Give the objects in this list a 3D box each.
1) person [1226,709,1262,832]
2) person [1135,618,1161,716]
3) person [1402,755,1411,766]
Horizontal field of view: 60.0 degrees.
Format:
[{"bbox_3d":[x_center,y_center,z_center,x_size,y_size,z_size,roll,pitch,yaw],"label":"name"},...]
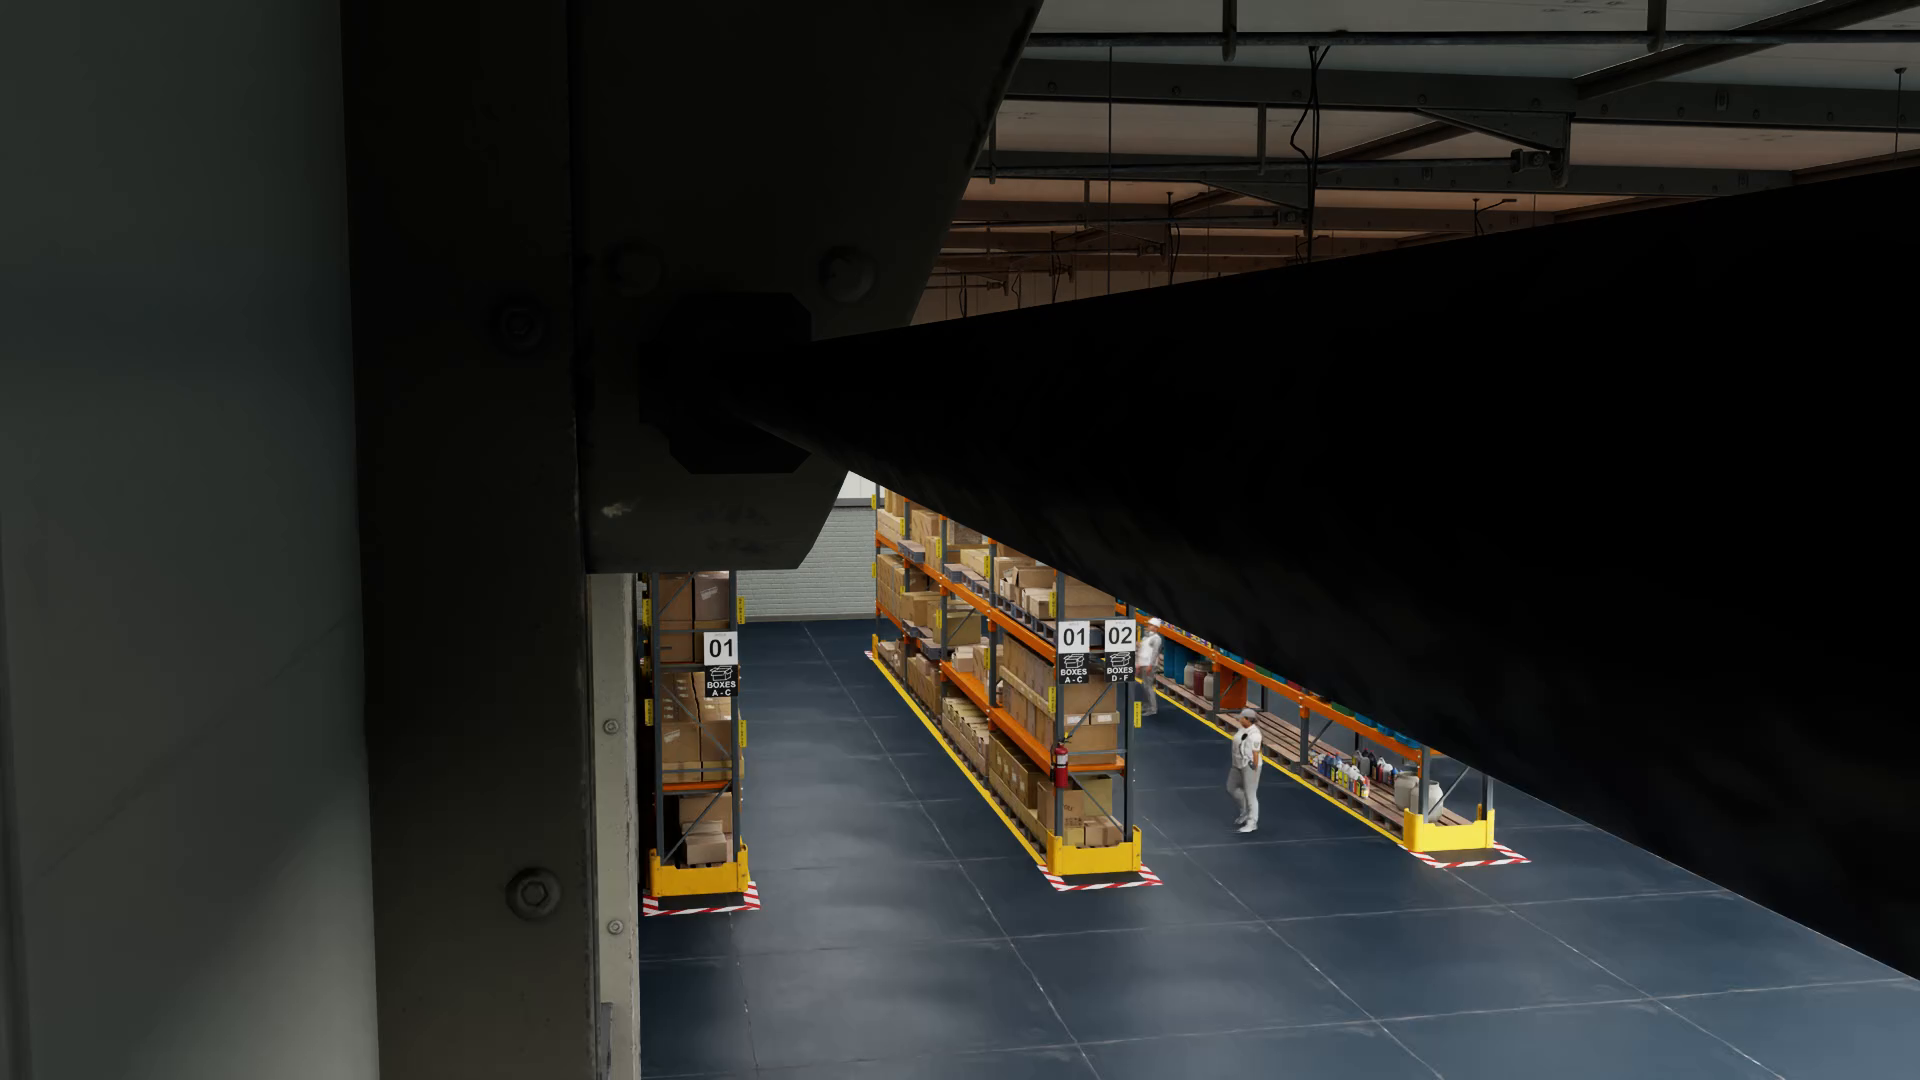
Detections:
[{"bbox_3d":[3.940,3.152,22.943,0.434,1.692,0.538,-2,6,-22],"label":"person"},{"bbox_3d":[3.456,2.337,30.619,0.474,1.793,0.582,0,6,0],"label":"person"},{"bbox_3d":[7.313,2.749,26.675,0.528,1.720,0.584,0,6,-2],"label":"person"}]
